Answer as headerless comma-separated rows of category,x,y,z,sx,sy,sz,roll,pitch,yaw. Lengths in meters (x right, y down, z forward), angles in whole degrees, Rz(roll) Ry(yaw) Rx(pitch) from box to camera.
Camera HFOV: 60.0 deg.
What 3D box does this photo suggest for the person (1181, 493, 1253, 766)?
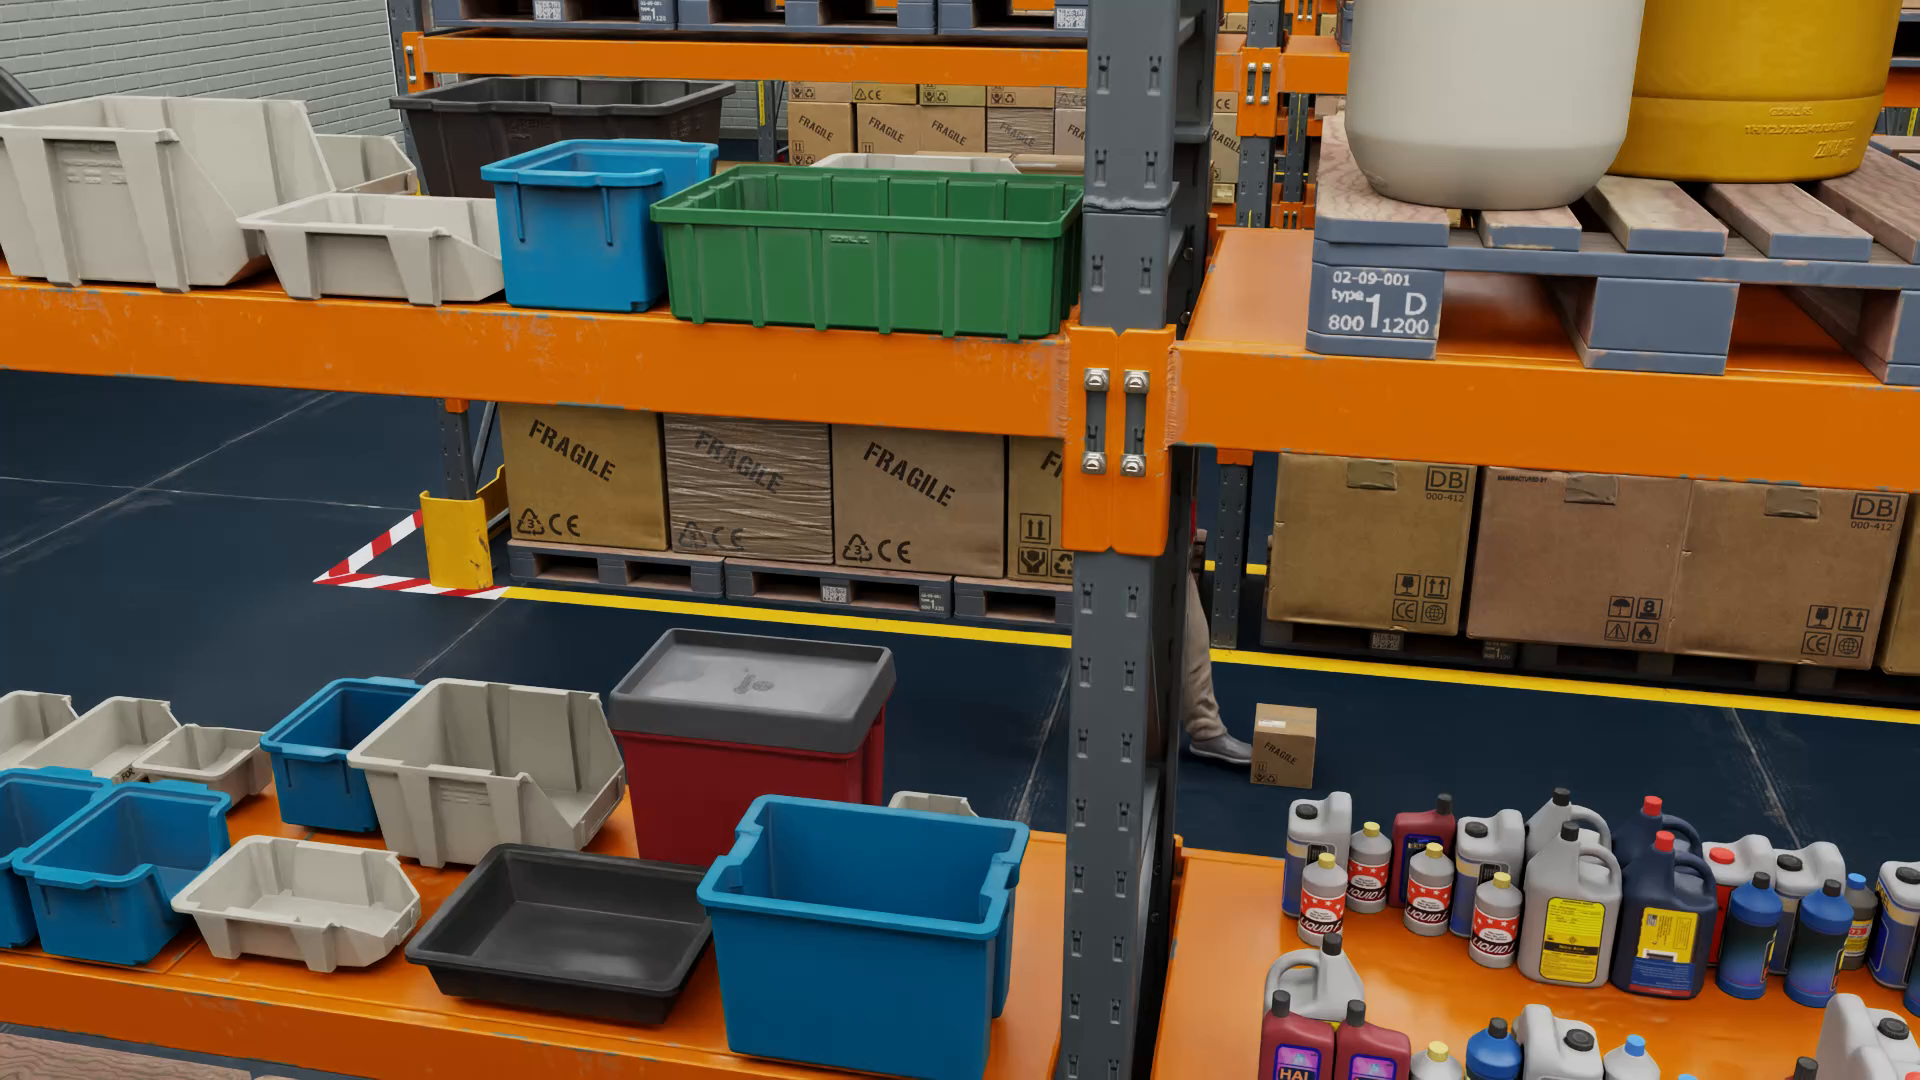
person,0.891,0.155,6.687,0.732,1.715,0.549,10,24,24
